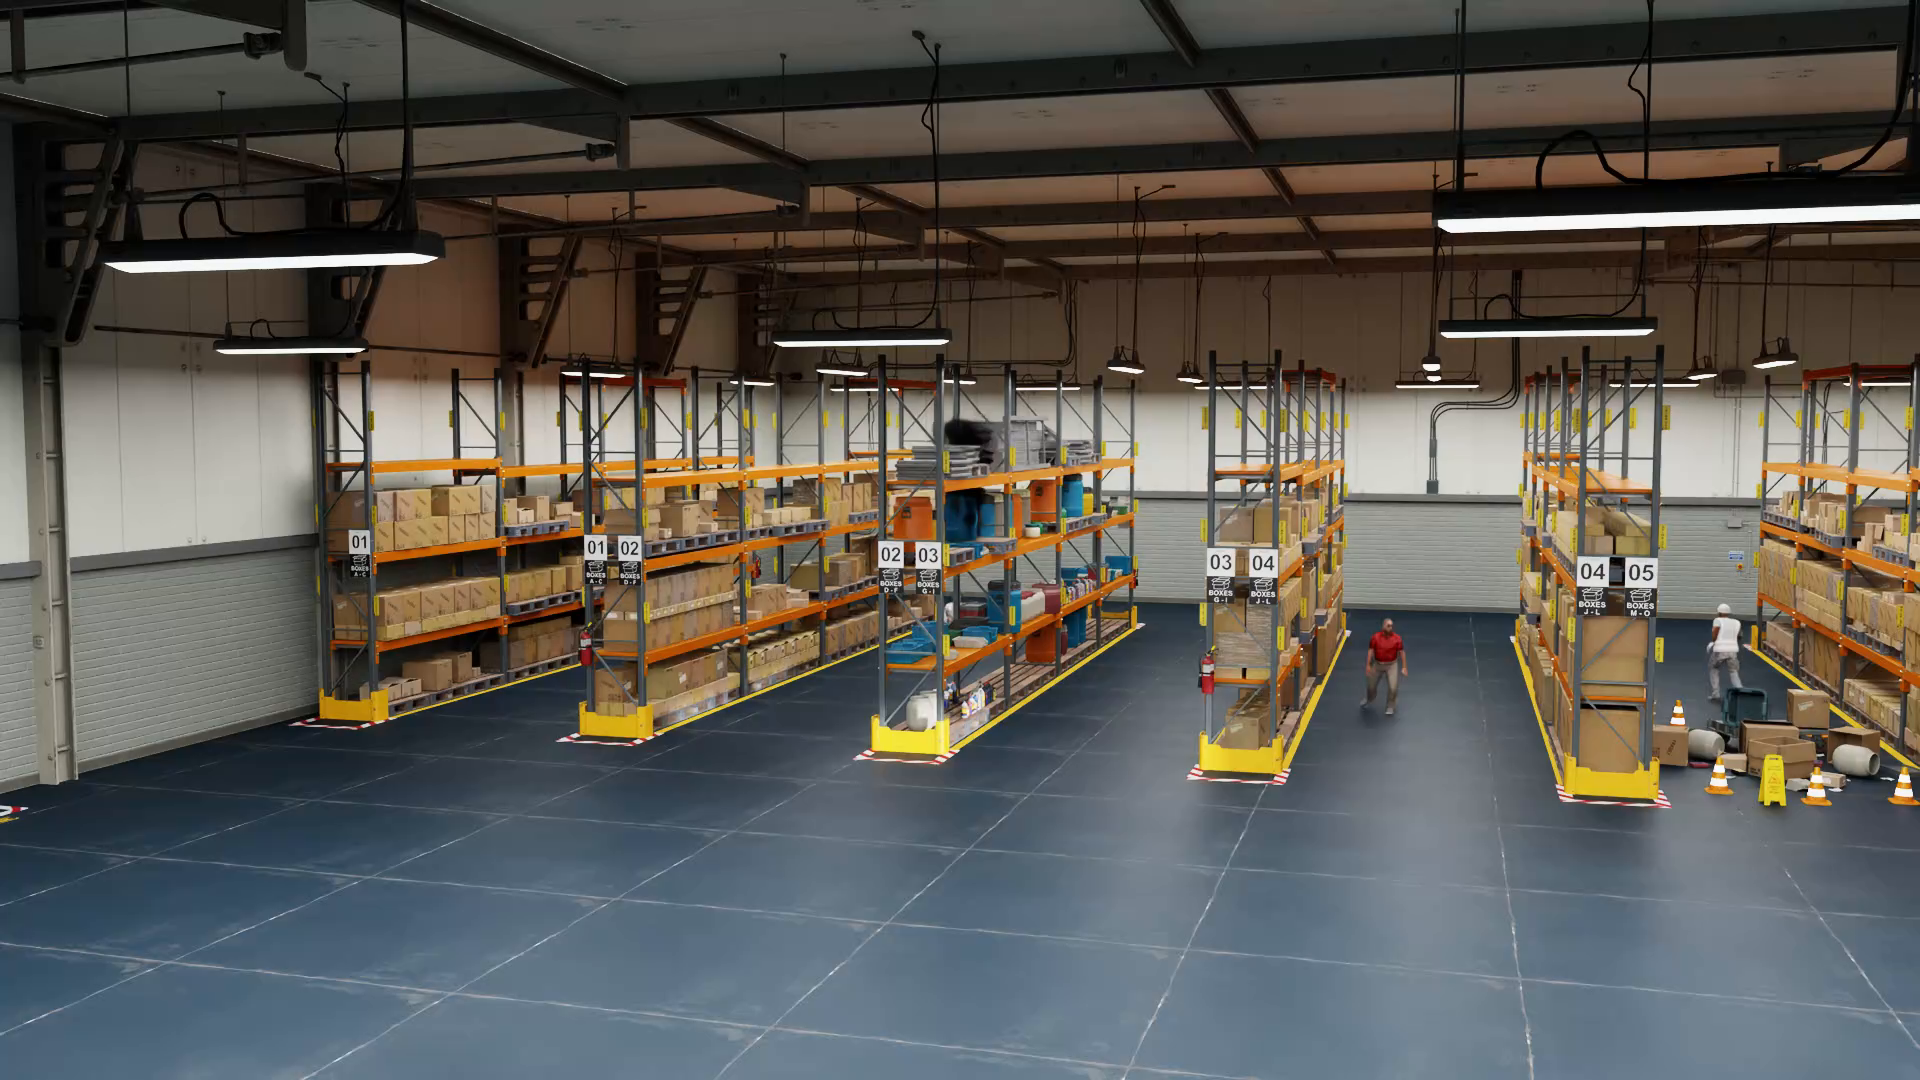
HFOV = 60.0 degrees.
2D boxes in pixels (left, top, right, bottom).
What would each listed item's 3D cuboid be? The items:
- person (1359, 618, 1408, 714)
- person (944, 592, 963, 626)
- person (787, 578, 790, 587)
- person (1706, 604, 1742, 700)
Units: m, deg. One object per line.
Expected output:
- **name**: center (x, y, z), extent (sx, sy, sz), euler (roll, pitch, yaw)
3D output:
- **person**: center (7.262, 2.136, 28.503), extent (0.817, 1.645, 0.666), euler (1, 4, 16)
- **person**: center (-0.093, 1.823, 33.336), extent (0.606, 1.611, 0.684), euler (0, 4, 2)
- **person**: center (-3.712, 1.388, 38.975), extent (0.690, 1.673, 0.788), euler (1, 4, 7)
- **person**: center (13.592, 2.023, 29.550), extent (0.704, 1.750, 0.998), euler (0, 4, 3)
